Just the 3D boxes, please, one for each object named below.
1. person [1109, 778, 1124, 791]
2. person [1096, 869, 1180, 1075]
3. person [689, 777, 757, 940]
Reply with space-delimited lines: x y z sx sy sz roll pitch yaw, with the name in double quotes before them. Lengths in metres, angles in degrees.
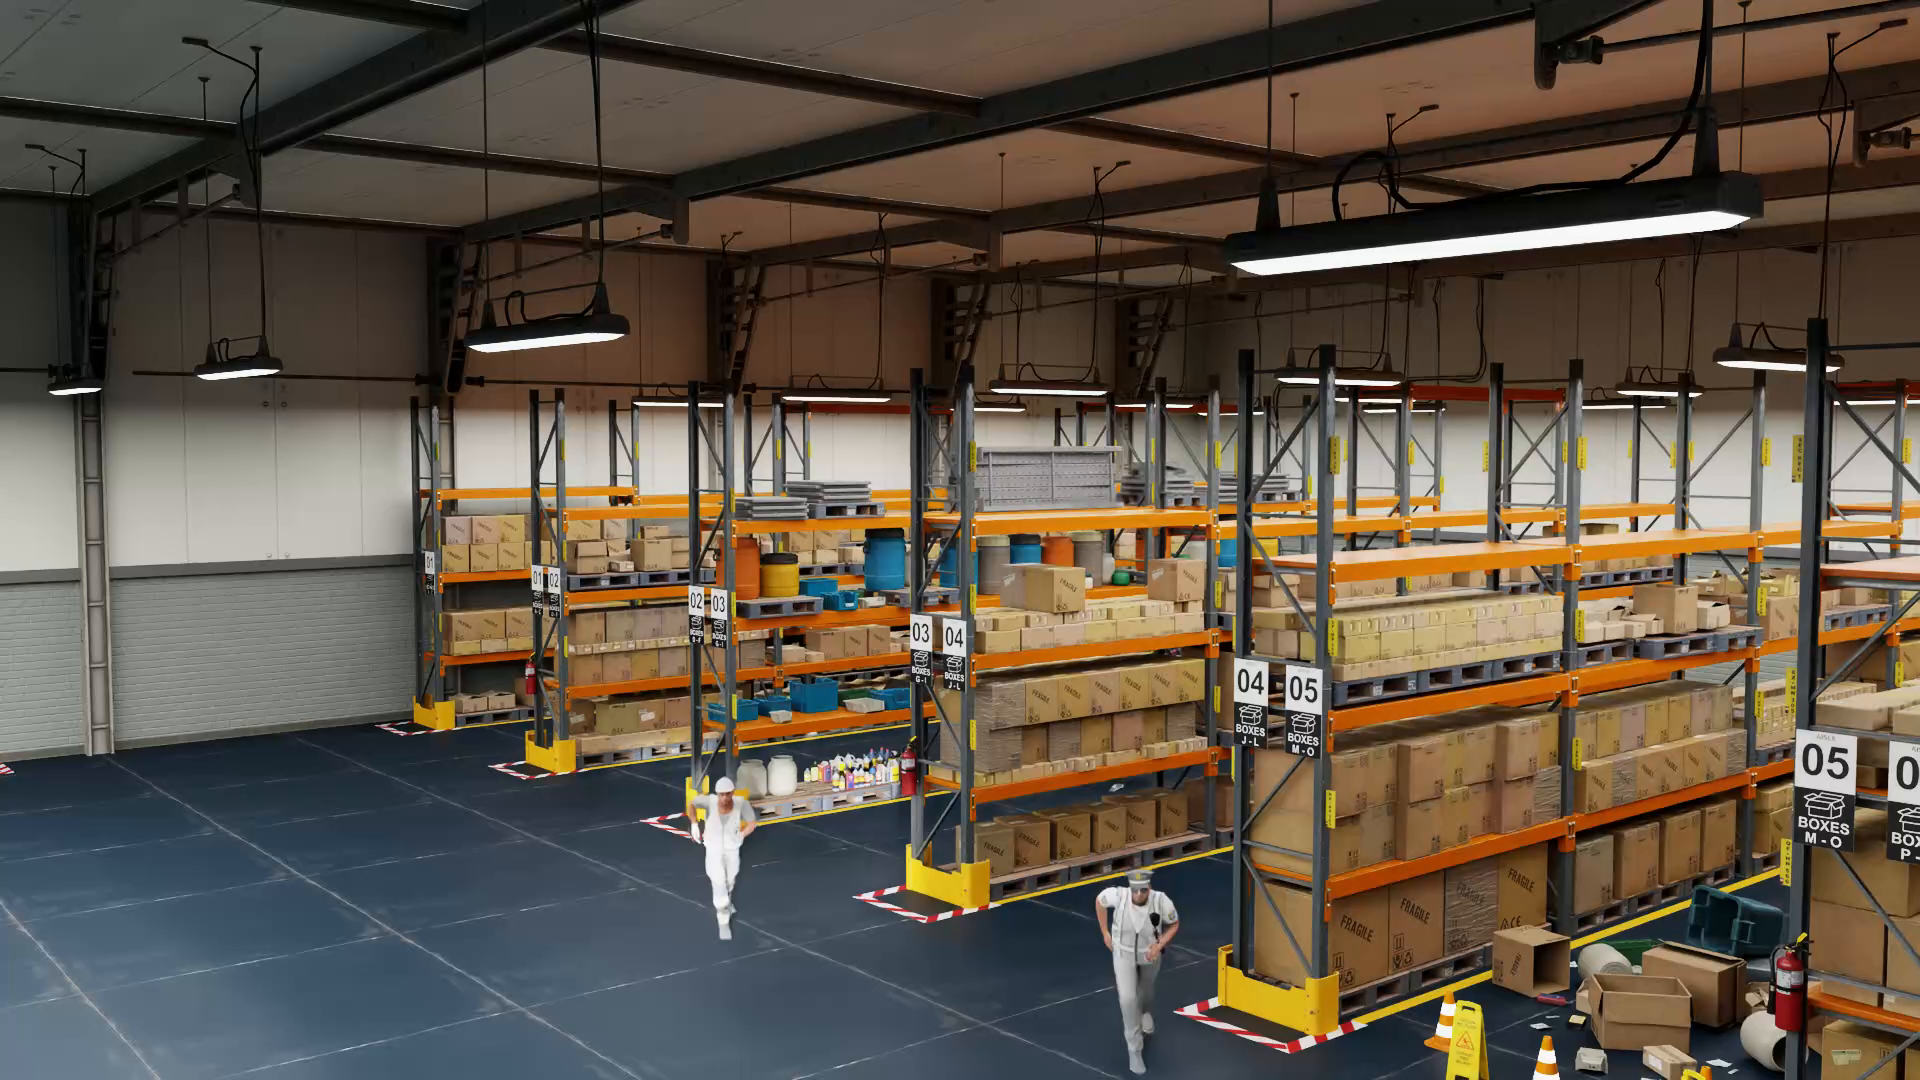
"person" 2.415 2.946 24.846 0.567 1.565 0.665 3 4 41
"person" 1.501 3.529 14.044 0.705 1.721 1.029 1 3 9
"person" -2.516 3.305 17.632 0.707 1.731 1.052 -1 3 -9
